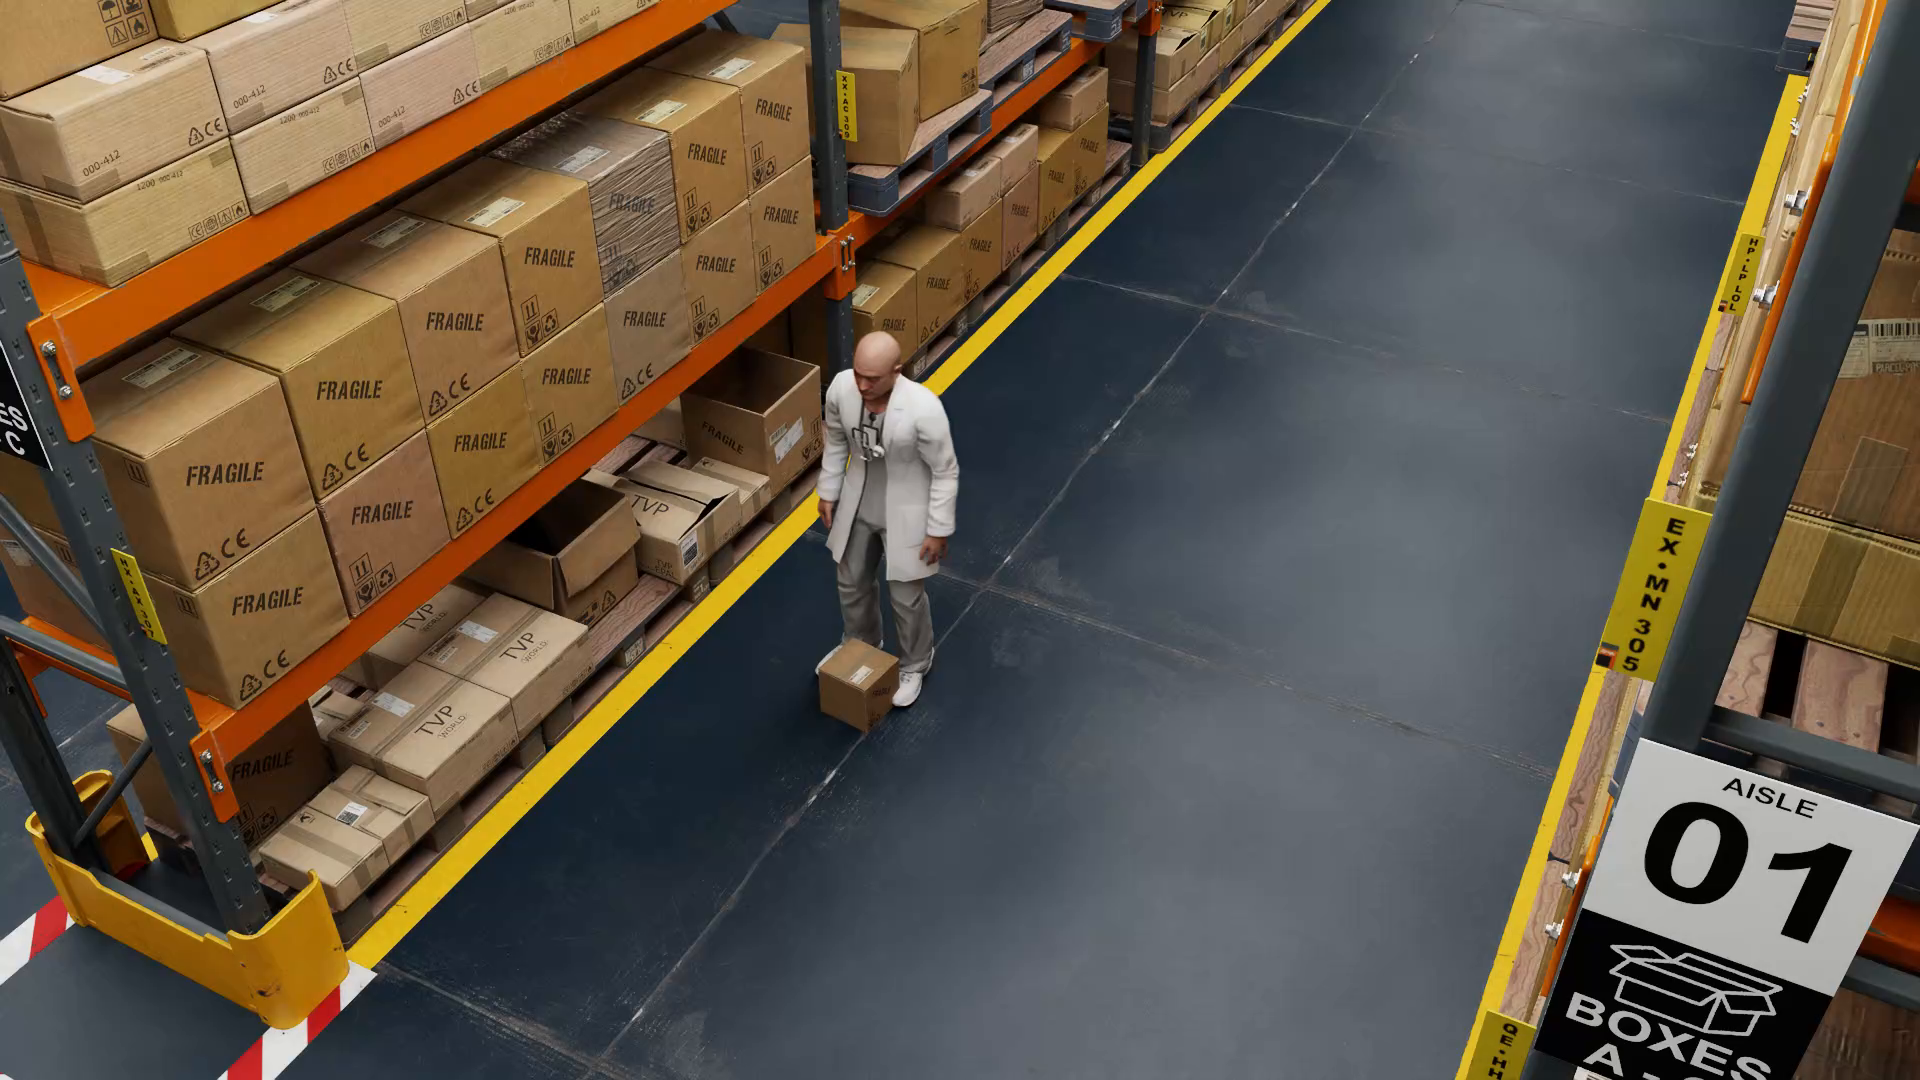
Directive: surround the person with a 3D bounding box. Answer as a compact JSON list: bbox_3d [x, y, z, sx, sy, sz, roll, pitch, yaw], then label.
[{"bbox_3d":[-0.309,-0.110,6.906,0.650,1.774,0.417,19,41,23],"label":"person"}]
